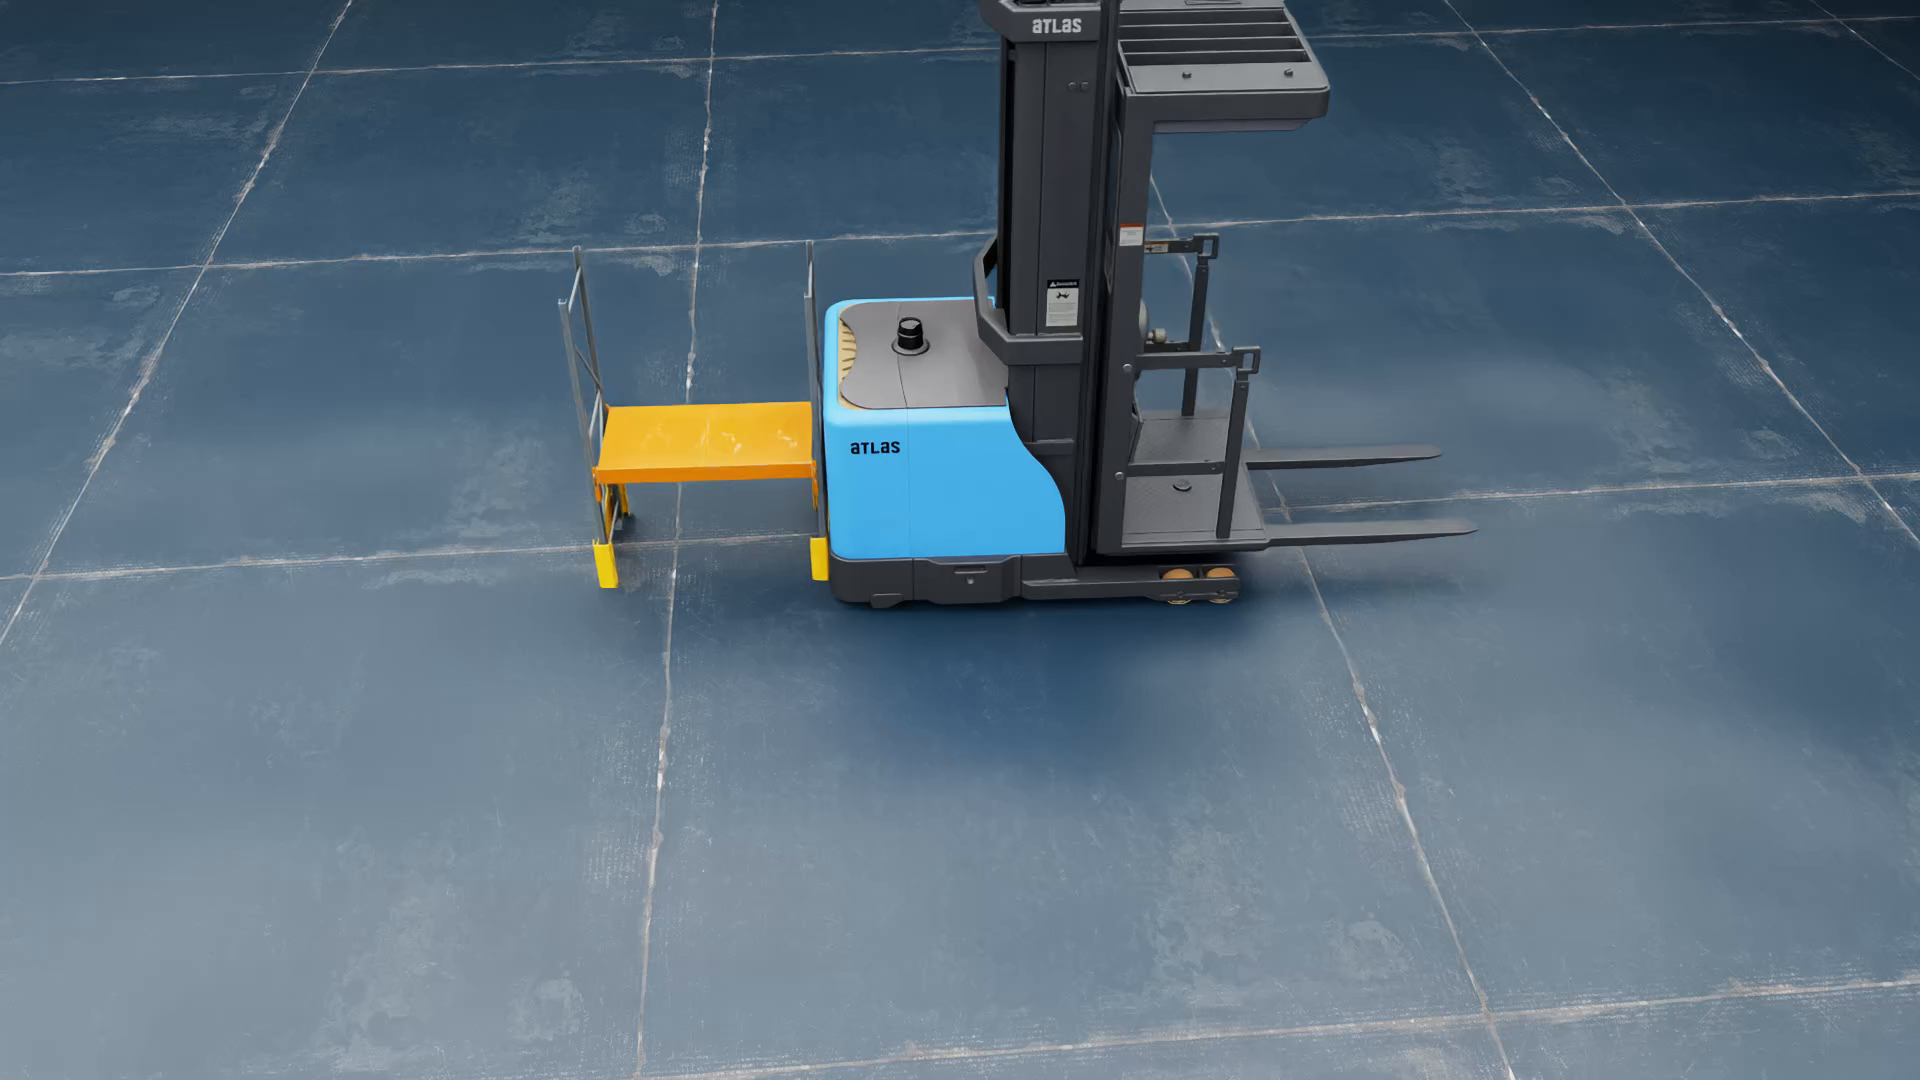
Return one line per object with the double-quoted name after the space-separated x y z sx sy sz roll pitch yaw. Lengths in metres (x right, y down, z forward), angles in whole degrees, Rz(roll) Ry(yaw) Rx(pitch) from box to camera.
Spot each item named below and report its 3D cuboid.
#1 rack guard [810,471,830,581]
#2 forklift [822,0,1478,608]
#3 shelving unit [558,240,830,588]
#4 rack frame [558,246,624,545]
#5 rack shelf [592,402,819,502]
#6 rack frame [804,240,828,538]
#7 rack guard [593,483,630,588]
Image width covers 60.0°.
-0.667 -0.088 7.981 0.087 0.250 0.587 -2 38 -2 "rack guard"
0.896 -1.180 7.201 3.031 2.935 1.130 -2 38 -2 "forklift"
-1.165 -0.562 7.574 1.083 1.500 0.587 -2 38 -2 "shelving unit"
-1.663 -0.546 7.553 0.032 1.500 0.500 -2 38 -2 "rack frame"
-1.156 -0.421 7.685 1.000 0.185 0.538 -2 38 -2 "rack shelf"
-0.648 -0.579 7.595 0.032 1.500 0.500 -2 38 -2 "rack frame"
-1.662 -0.055 7.940 0.087 0.250 0.587 -2 38 -2 "rack guard"
